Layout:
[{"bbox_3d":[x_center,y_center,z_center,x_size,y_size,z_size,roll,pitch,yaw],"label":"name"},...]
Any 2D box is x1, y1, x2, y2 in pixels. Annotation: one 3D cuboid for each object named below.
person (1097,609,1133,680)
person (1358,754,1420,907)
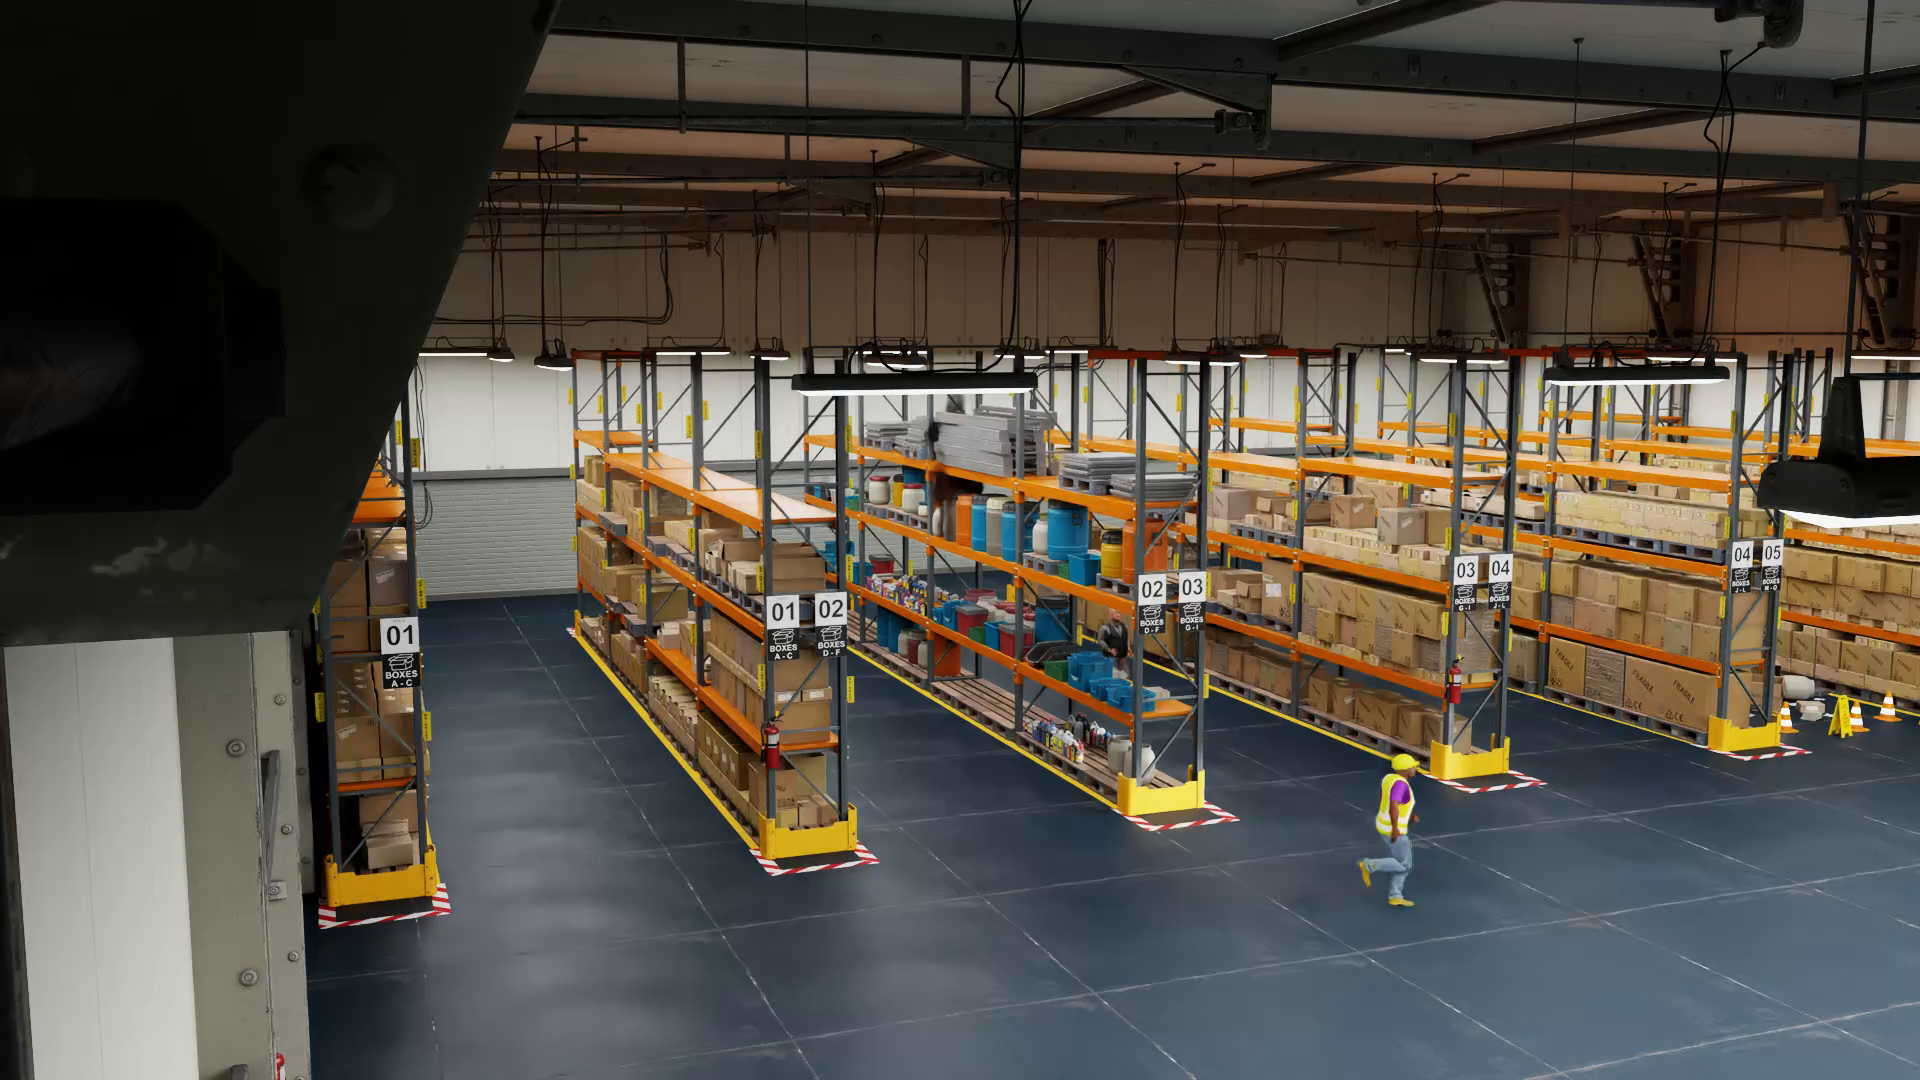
[{"bbox_3d":[2.636,1.991,28.336,0.661,1.681,0.585,-4,8,-28],"label":"person"},{"bbox_3d":[4.768,3.219,18.425,0.703,1.718,0.739,0,7,1],"label":"person"}]
